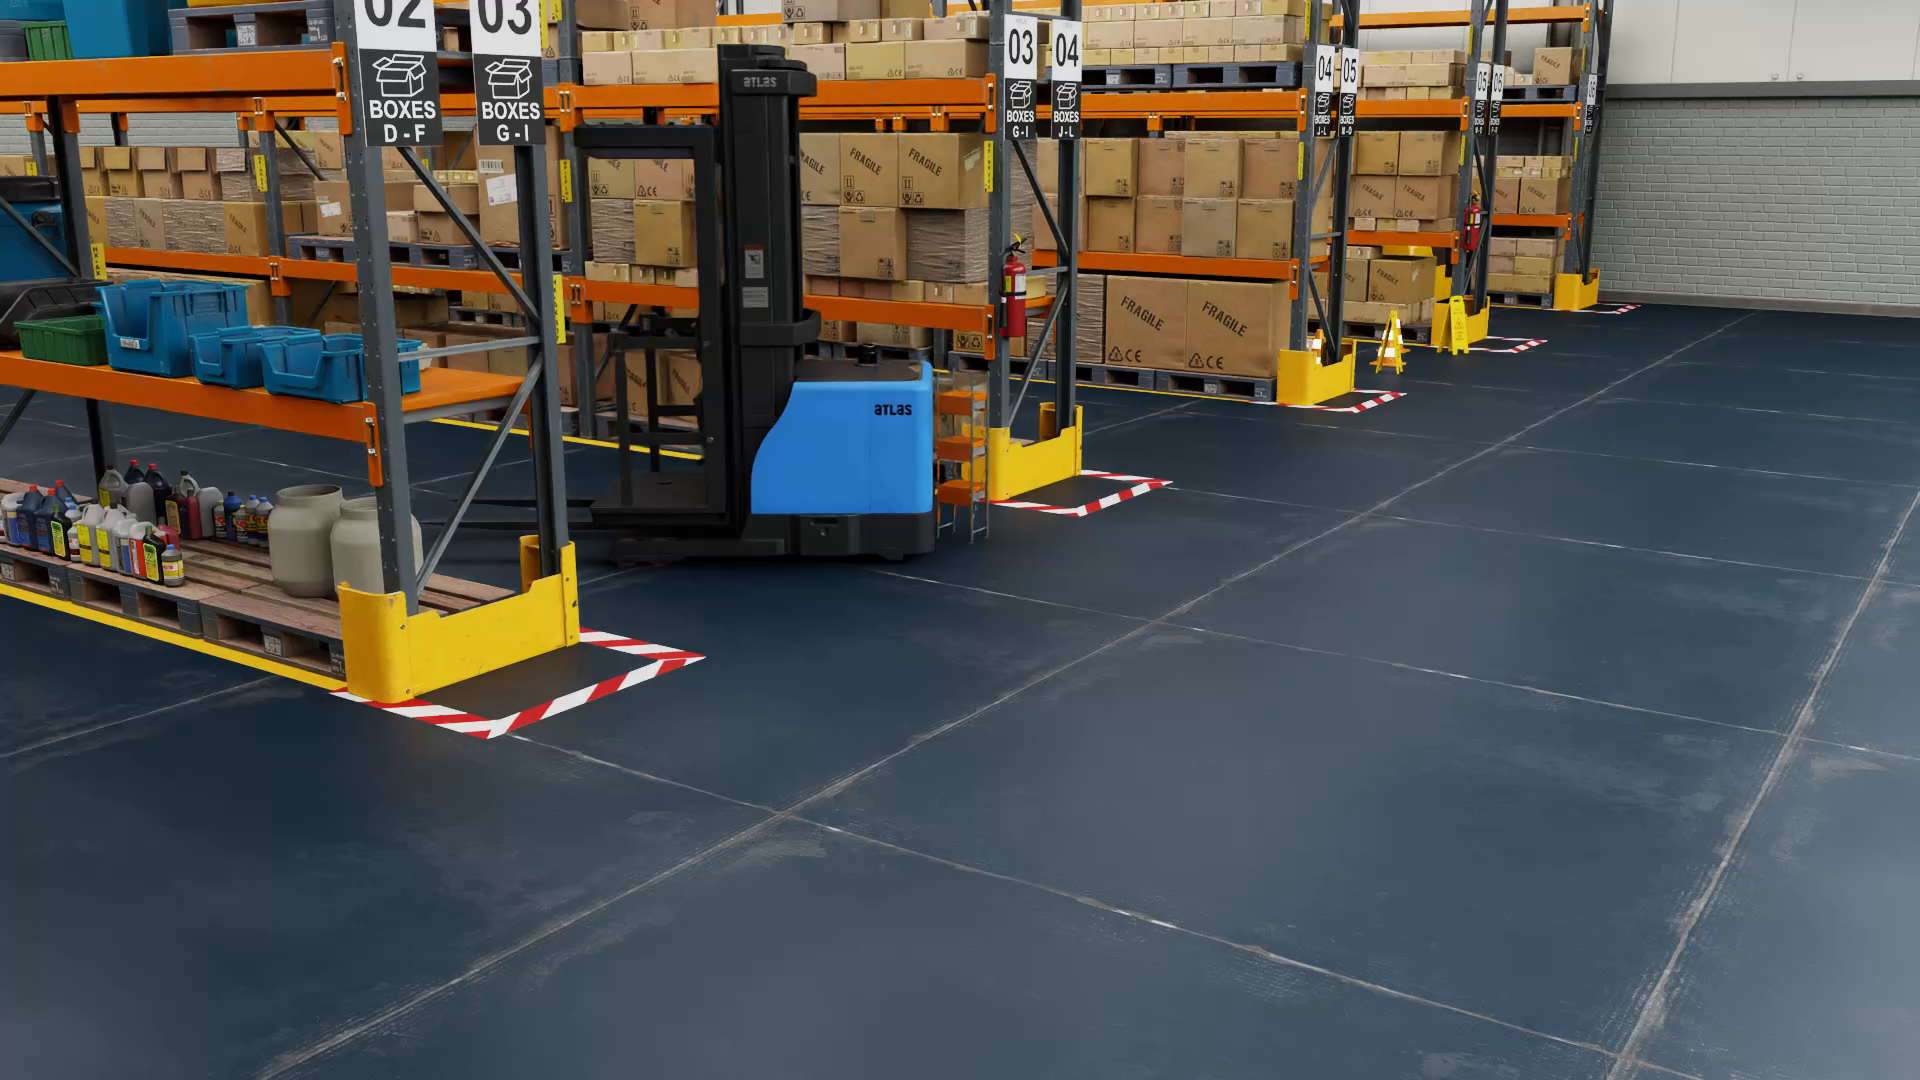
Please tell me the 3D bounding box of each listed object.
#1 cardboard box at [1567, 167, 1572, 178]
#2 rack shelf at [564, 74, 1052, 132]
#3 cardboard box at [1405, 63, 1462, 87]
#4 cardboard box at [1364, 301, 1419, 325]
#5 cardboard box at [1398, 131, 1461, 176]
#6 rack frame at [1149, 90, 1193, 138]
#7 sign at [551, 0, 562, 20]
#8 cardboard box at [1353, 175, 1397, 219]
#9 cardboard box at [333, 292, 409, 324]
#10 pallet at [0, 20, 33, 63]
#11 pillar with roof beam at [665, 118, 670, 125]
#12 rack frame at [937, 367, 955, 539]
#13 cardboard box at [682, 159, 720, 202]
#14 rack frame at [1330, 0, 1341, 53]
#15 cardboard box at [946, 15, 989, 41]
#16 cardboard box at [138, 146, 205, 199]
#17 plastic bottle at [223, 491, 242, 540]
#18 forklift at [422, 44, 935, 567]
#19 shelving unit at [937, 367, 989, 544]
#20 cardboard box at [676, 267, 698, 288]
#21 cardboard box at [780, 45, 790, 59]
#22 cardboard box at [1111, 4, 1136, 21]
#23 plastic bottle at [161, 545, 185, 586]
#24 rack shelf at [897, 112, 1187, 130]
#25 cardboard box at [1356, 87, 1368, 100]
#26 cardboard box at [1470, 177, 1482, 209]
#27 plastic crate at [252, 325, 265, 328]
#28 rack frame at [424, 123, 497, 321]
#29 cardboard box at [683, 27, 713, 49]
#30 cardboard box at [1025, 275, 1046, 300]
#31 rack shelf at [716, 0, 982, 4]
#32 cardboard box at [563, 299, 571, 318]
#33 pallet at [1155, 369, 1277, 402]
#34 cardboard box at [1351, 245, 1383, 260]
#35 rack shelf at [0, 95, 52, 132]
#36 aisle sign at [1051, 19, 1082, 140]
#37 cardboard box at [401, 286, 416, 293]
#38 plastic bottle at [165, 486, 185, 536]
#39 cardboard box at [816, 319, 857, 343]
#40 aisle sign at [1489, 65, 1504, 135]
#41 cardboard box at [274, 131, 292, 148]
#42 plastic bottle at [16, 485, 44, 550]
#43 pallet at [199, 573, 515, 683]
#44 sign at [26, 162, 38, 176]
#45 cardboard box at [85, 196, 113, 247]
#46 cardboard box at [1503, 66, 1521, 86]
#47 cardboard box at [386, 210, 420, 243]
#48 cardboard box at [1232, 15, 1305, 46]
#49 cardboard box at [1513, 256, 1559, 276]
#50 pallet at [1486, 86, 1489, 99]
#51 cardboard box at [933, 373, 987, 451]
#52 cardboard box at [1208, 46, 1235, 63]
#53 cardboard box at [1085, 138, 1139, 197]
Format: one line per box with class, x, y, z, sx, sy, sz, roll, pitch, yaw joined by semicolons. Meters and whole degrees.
cardboard box;8.677;-5.275;23.834;0.250;0.149;0.380;9;16;31
rack shelf;-1.144;-3.224;12.358;4.000;0.370;1.077;9;17;33
cardboard box;5.471;-5.367;19.213;0.500;0.250;0.500;9;16;32
cardboard box;5.206;-2.752;20.045;0.500;0.250;0.500;9;17;33
cardboard box;5.501;-4.528;19.464;0.500;0.500;0.700;9;16;31
rack frame;2.727;-4.361;21.698;0.127;3.000;1.000;9;17;33
sign;-3.110;-4.172;12.797;0.005;0.325;0.100;9;17;33
cardboard box;5.029;-4.103;19.830;0.500;0.500;0.500;9;17;33
cardboard box;-5.550;-2.202;15.701;0.500;0.250;0.500;10;17;35
pallet;-4.914;-2.685;9.076;1.003;0.211;1.213;9;17;33
pillar with roof beam;-8.600;-9.556;30.197;0.400;9.000;9.100;9;17;33
rack frame;-0.087;-0.534;10.294;0.008;1.050;0.200;8;16;30
cardboard box;-1.742;-2.818;12.558;0.500;0.500;0.500;9;17;33
rack frame;5.495;-8.263;24.977;0.127;3.000;1.000;9;17;33
cardboard box;0.111;-3.400;11.058;0.250;0.149;0.380;9;17;33
cardboard box;-7.820;-3.735;16.873;0.637;0.503;0.797;10;17;35
plastic bottle;-4.115;-0.142;9.417;0.097;0.271;0.097;0;14;0
forklift;-1.669;-1.394;9.855;3.031;2.935;1.130;0;14;-1
shelving unit;0.017;-0.518;10.232;0.252;1.050;0.215;8;16;30
cardboard box;-1.973;-2.037;12.832;0.250;0.149;0.380;9;17;33
cardboard box;-1.283;-3.449;12.084;0.500;0.250;0.500;9;16;32
cardboard box;1.633;-4.980;15.736;0.250;0.149;0.380;9;17;33
plastic bottle;-4.017;0.125;8.485;0.097;0.201;0.097;0;14;0
rack shelf;1.068;-5.736;22.507;4.000;0.370;1.077;9;17;33
cardboard box;4.762;-5.291;19.736;0.250;0.149;0.380;9;17;32
cardboard box;7.408;-5.017;24.140;0.500;0.500;0.500;9;16;32
plastic crate;-4.079;-1.102;9.082;0.437;0.136;0.530;9;17;33
rack frame;-6.590;-4.433;21.990;0.127;3.000;1.000;9;17;33
cardboard box;-1.834;-3.717;12.335;0.250;0.149;0.380;9;16;32
cardboard box;0.412;-1.812;11.925;0.250;0.149;0.380;9;17;33
rack shelf;-1.611;-5.997;18.153;4.000;0.370;1.077;9;17;33
cardboard box;-4.839;-3.062;20.777;0.500;0.500;0.500;8;16;30
pallet;2.661;-1.562;16.194;1.213;0.211;1.003;9;17;33
cardboard box;4.894;-3.464;20.012;0.250;0.149;0.380;10;17;34
rack shelf;-7.227;-2.773;10.536;4.000;0.370;1.077;9;17;33
aisle sign;0.735;-3.162;11.444;0.004;0.787;0.394;9;17;33
cardboard box;-7.260;-3.410;22.298;0.250;0.149;0.380;8;16;30
plastic bottle;-4.481;-0.171;9.508;0.133;0.283;0.061;9;17;33
cardboard box;-1.315;-2.668;18.665;0.750;0.750;1.050;9;17;33
aisle sign;6.271;-5.140;19.435;0.004;0.787;0.394;9;17;33
cardboard box;-9.262;-5.469;23.264;0.500;0.500;0.500;10;17;34
plastic bottle;-5.130;-0.134;9.220;0.185;0.351;0.144;10;17;34
pallet;-3.009;0.382;8.342;1.213;0.211;1.003;9;17;33
sign;-9.750;-3.806;17.488;0.005;0.325;0.100;9;17;33
cardboard box;-8.782;-3.328;17.316;0.500;0.500;0.500;9;17;33
cardboard box;7.746;-6.543;23.466;0.258;0.266;0.396;9;17;33
cardboard box;-4.860;-2.782;14.757;0.500;0.250;0.500;9;16;31
cardboard box;2.806;-4.614;15.089;0.500;0.250;0.500;9;17;34
cardboard box;8.235;-3.930;23.763;0.500;0.250;0.500;9;16;32
pallet;7.225;-6.491;24.245;1.213;0.211;1.003;9;17;33
cardboard box;0.007;-0.926;12.150;0.500;0.500;0.500;13;19;43
cardboard box;2.481;-4.456;15.279;0.250;0.149;0.380;9;17;34
cardboard box;1.672;-3.681;16.392;0.500;0.550;0.875;9;17;33
